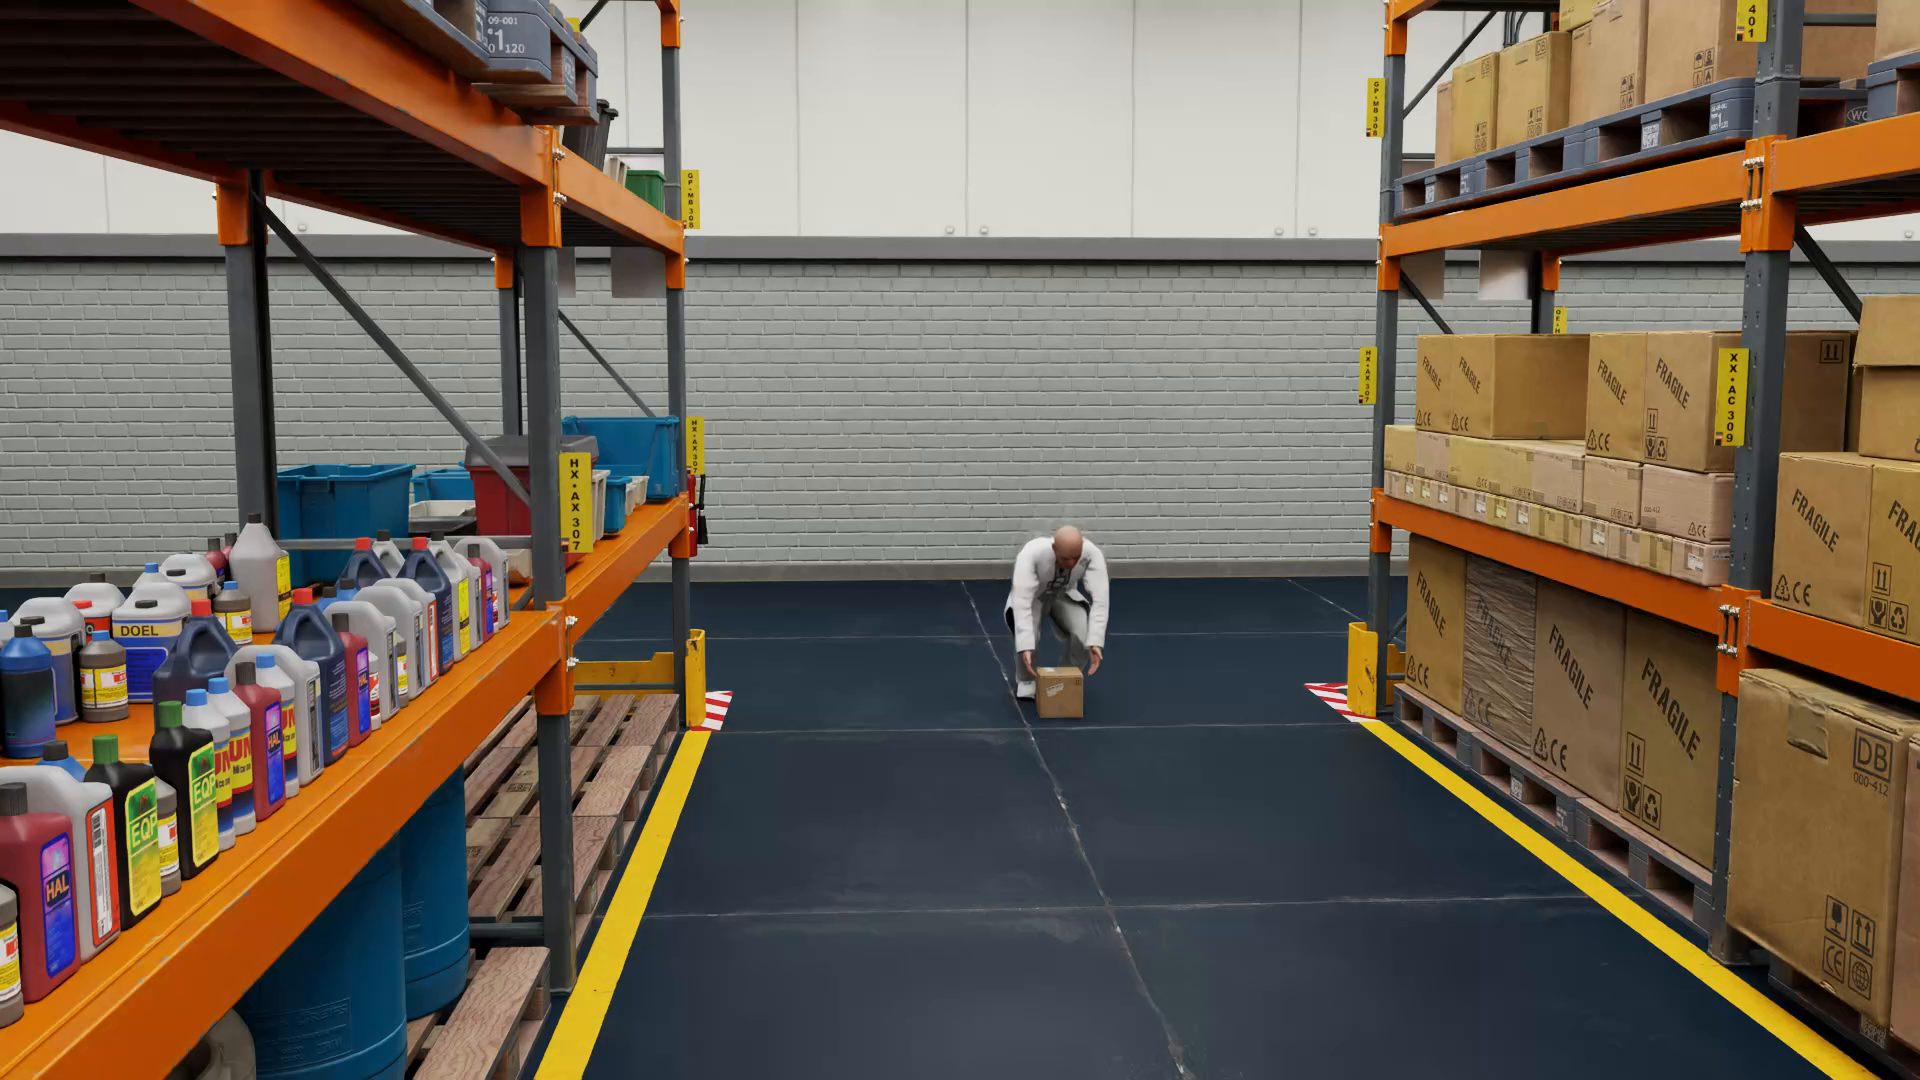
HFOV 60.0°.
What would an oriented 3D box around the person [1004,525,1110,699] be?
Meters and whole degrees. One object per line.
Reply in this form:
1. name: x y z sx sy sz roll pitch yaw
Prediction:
1. person: 0.576 0.433 10.106 0.617 1.081 0.867 0 7 -4
